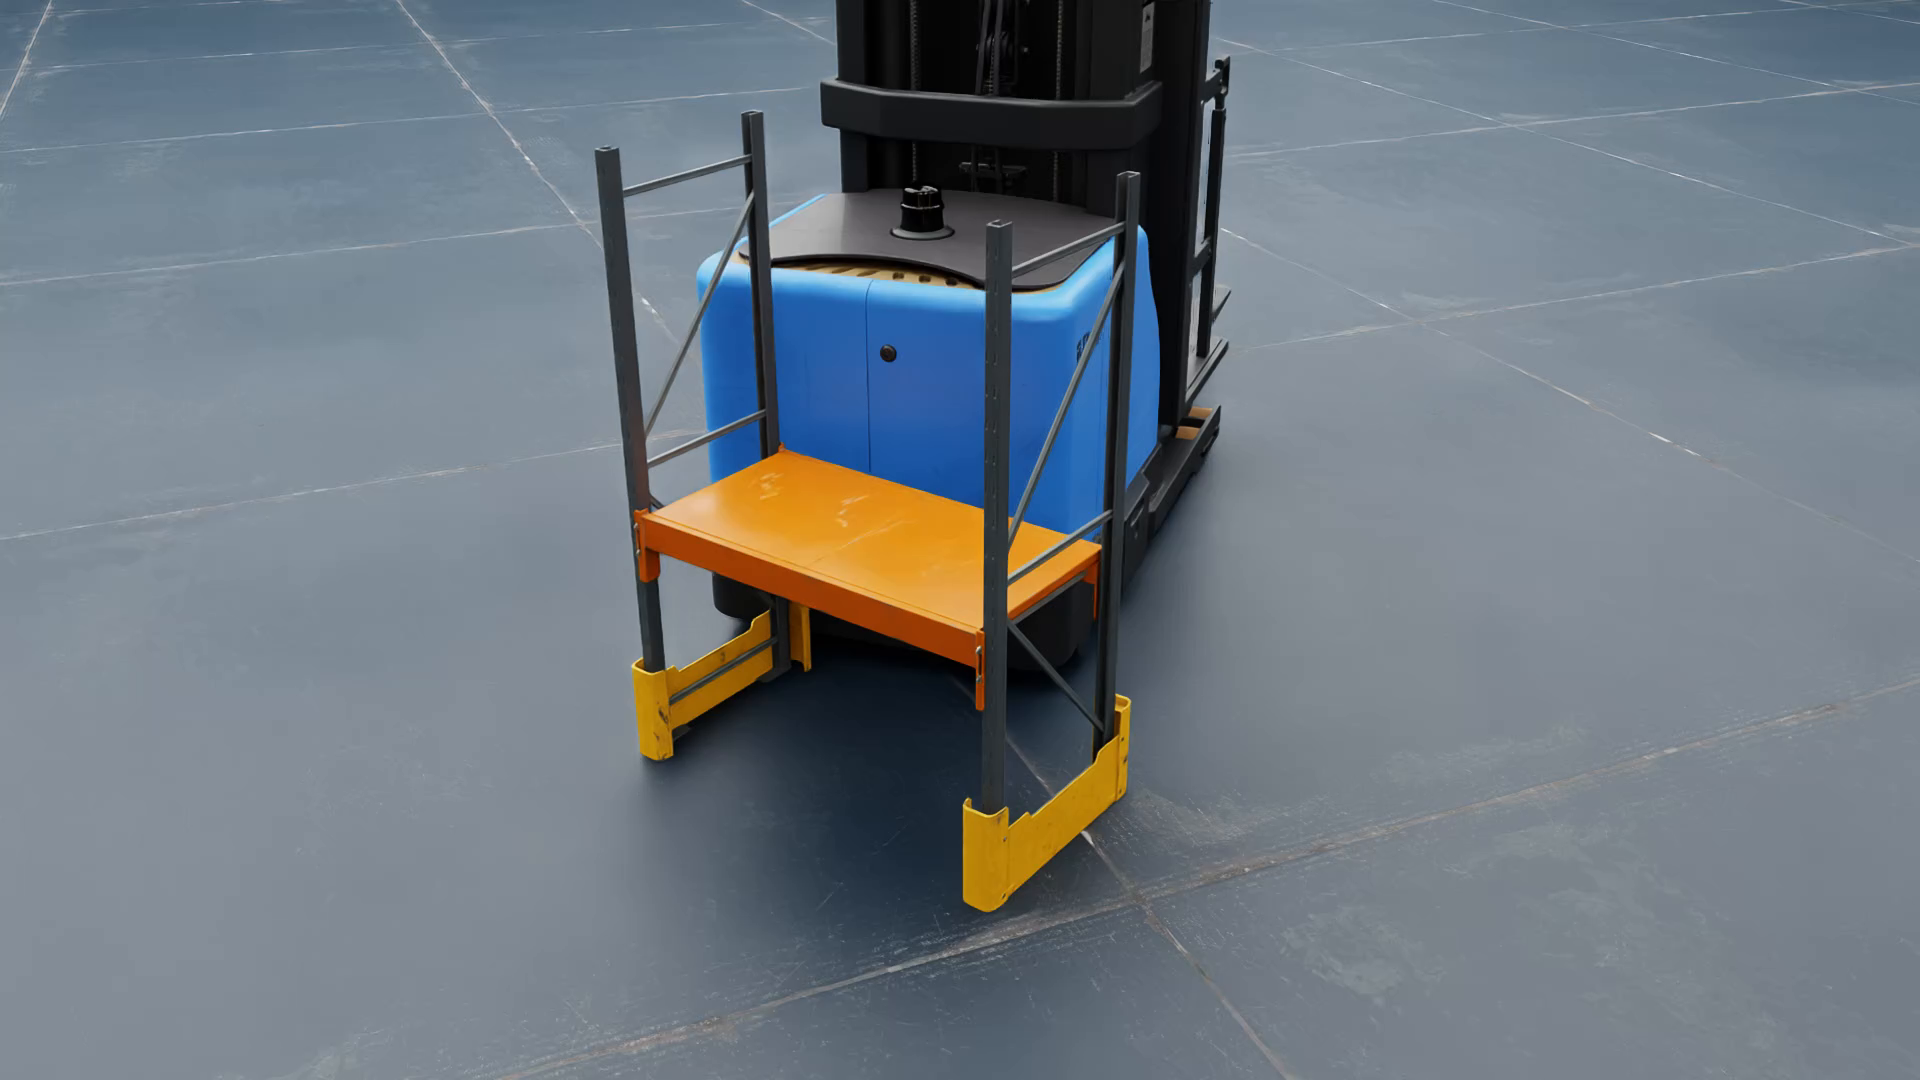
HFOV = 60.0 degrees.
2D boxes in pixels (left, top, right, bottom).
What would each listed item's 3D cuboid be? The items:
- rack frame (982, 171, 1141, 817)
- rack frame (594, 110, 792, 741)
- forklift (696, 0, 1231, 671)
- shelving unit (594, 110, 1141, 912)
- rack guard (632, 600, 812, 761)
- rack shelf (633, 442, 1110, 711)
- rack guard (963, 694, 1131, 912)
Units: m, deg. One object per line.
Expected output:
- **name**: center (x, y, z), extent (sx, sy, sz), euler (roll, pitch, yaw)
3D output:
- **rack frame**: center (0.205, 0.021, 3.497), extent (0.032, 1.500, 0.500), euler (18, 31, 32)
- **rack frame**: center (-0.618, -0.241, 4.034), extent (0.032, 1.500, 0.500), euler (18, 31, 32)
- **forklift**: center (0.284, -1.596, 5.179), extent (1.130, 2.935, 3.031), euler (9, 27, 18)
- **shelving unit**: center (-0.199, -0.107, 3.761), extent (1.083, 1.500, 0.587), euler (18, 31, 32)
- **rack guard**: center (-0.602, 0.326, 4.298), extent (0.087, 0.250, 0.587), euler (18, 31, 32)
- **rack shelf**: center (-0.207, 0.052, 3.844), extent (1.000, 0.185, 0.538), euler (18, 31, 32)
- **rack guard**: center (0.204, 0.582, 3.772), extent (0.087, 0.250, 0.587), euler (18, 31, 32)
